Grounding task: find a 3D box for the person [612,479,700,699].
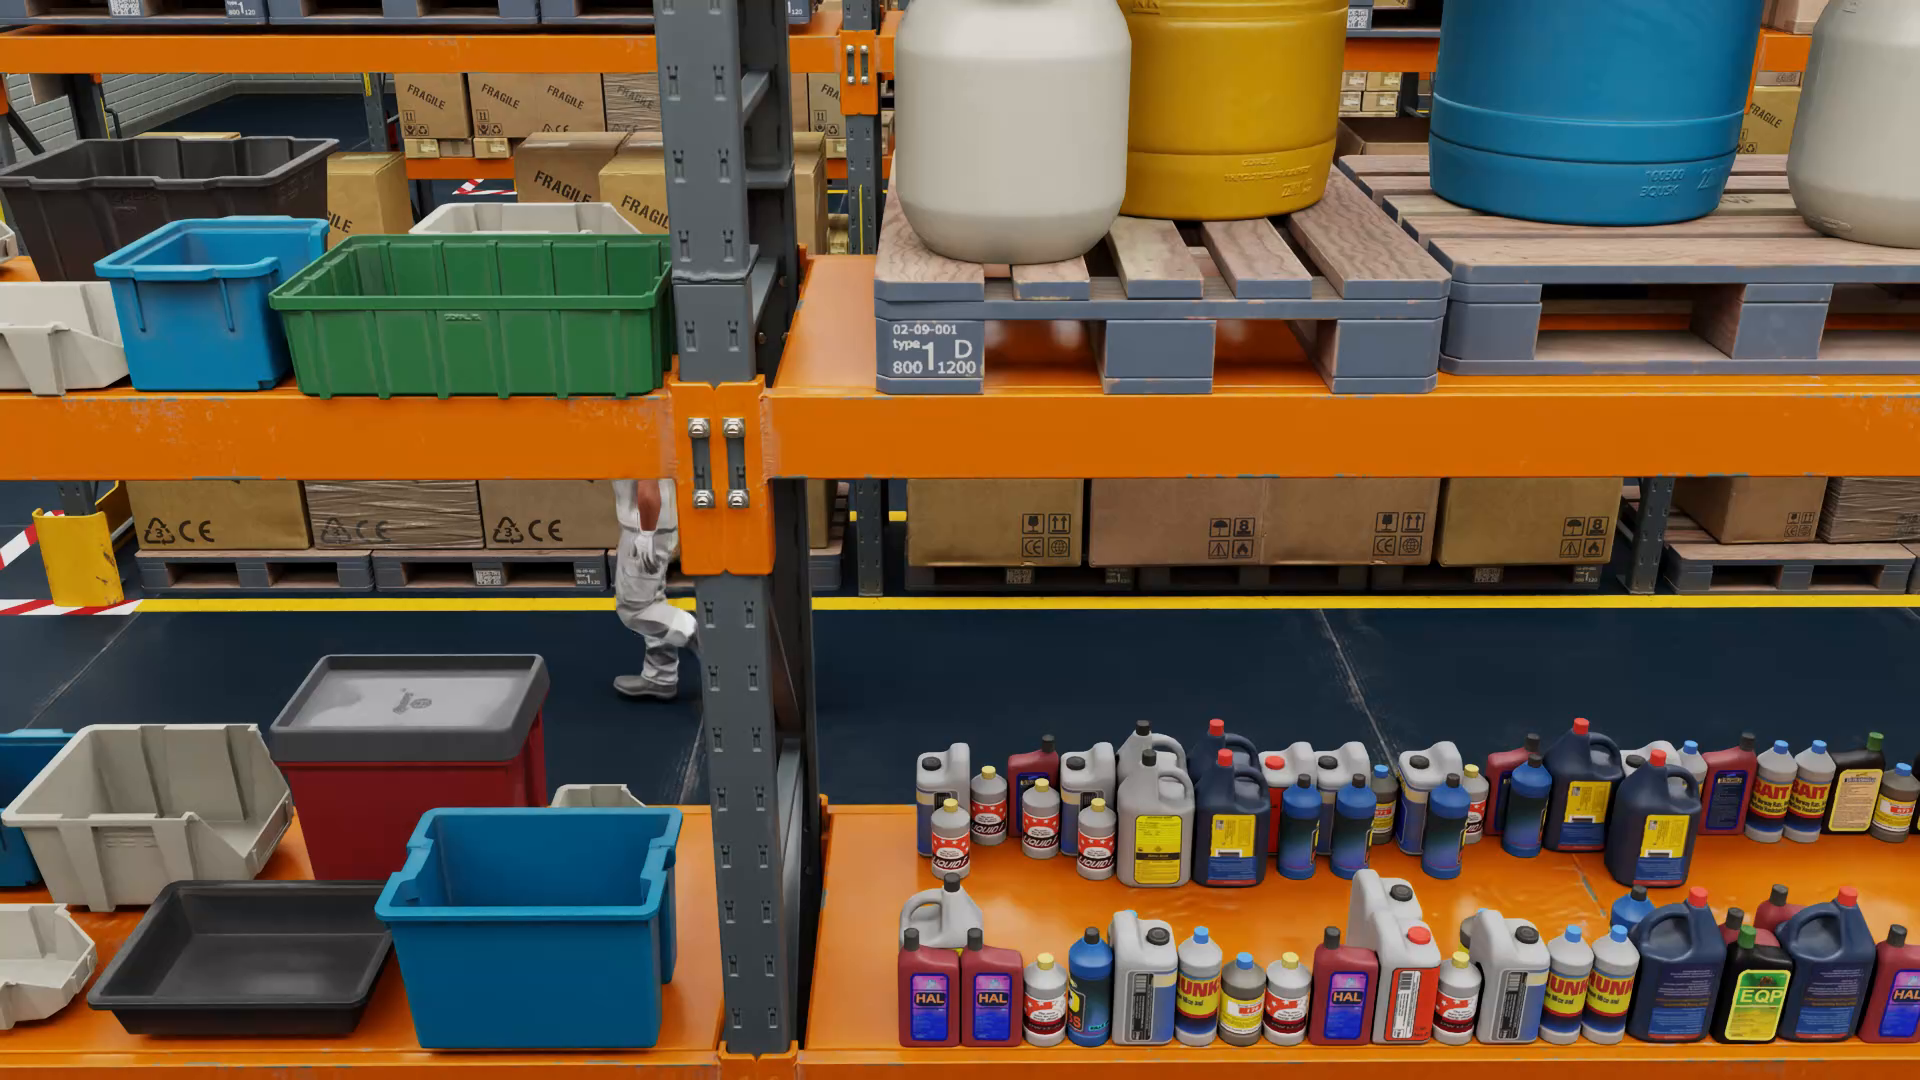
[{"bbox_3d":[-1.271,-0.090,7.222,0.645,1.779,0.547,1,24,2],"label":"person"}]
